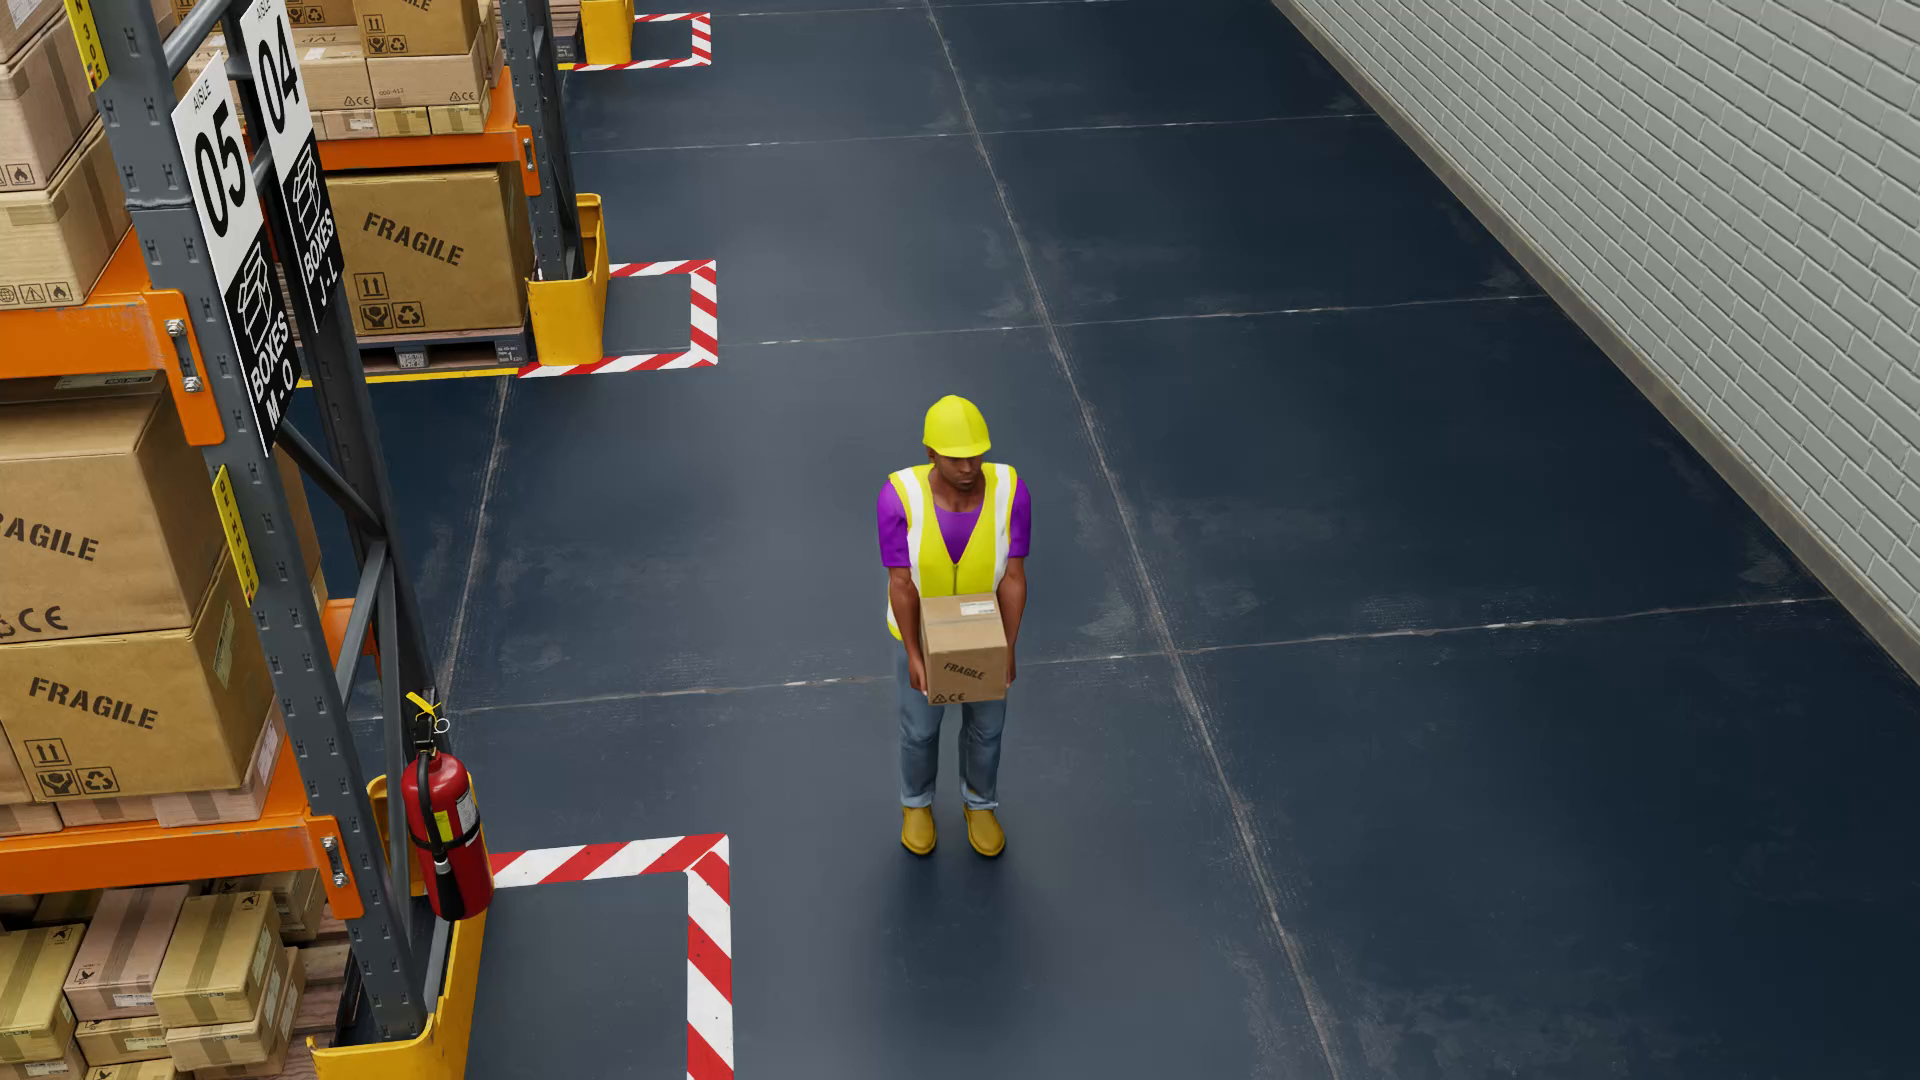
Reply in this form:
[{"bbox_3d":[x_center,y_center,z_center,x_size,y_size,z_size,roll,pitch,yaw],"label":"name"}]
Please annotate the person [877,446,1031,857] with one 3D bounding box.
[{"bbox_3d":[-0.002,0.376,5.612,0.505,1.726,0.555,-5,35,-7],"label":"person"}]
